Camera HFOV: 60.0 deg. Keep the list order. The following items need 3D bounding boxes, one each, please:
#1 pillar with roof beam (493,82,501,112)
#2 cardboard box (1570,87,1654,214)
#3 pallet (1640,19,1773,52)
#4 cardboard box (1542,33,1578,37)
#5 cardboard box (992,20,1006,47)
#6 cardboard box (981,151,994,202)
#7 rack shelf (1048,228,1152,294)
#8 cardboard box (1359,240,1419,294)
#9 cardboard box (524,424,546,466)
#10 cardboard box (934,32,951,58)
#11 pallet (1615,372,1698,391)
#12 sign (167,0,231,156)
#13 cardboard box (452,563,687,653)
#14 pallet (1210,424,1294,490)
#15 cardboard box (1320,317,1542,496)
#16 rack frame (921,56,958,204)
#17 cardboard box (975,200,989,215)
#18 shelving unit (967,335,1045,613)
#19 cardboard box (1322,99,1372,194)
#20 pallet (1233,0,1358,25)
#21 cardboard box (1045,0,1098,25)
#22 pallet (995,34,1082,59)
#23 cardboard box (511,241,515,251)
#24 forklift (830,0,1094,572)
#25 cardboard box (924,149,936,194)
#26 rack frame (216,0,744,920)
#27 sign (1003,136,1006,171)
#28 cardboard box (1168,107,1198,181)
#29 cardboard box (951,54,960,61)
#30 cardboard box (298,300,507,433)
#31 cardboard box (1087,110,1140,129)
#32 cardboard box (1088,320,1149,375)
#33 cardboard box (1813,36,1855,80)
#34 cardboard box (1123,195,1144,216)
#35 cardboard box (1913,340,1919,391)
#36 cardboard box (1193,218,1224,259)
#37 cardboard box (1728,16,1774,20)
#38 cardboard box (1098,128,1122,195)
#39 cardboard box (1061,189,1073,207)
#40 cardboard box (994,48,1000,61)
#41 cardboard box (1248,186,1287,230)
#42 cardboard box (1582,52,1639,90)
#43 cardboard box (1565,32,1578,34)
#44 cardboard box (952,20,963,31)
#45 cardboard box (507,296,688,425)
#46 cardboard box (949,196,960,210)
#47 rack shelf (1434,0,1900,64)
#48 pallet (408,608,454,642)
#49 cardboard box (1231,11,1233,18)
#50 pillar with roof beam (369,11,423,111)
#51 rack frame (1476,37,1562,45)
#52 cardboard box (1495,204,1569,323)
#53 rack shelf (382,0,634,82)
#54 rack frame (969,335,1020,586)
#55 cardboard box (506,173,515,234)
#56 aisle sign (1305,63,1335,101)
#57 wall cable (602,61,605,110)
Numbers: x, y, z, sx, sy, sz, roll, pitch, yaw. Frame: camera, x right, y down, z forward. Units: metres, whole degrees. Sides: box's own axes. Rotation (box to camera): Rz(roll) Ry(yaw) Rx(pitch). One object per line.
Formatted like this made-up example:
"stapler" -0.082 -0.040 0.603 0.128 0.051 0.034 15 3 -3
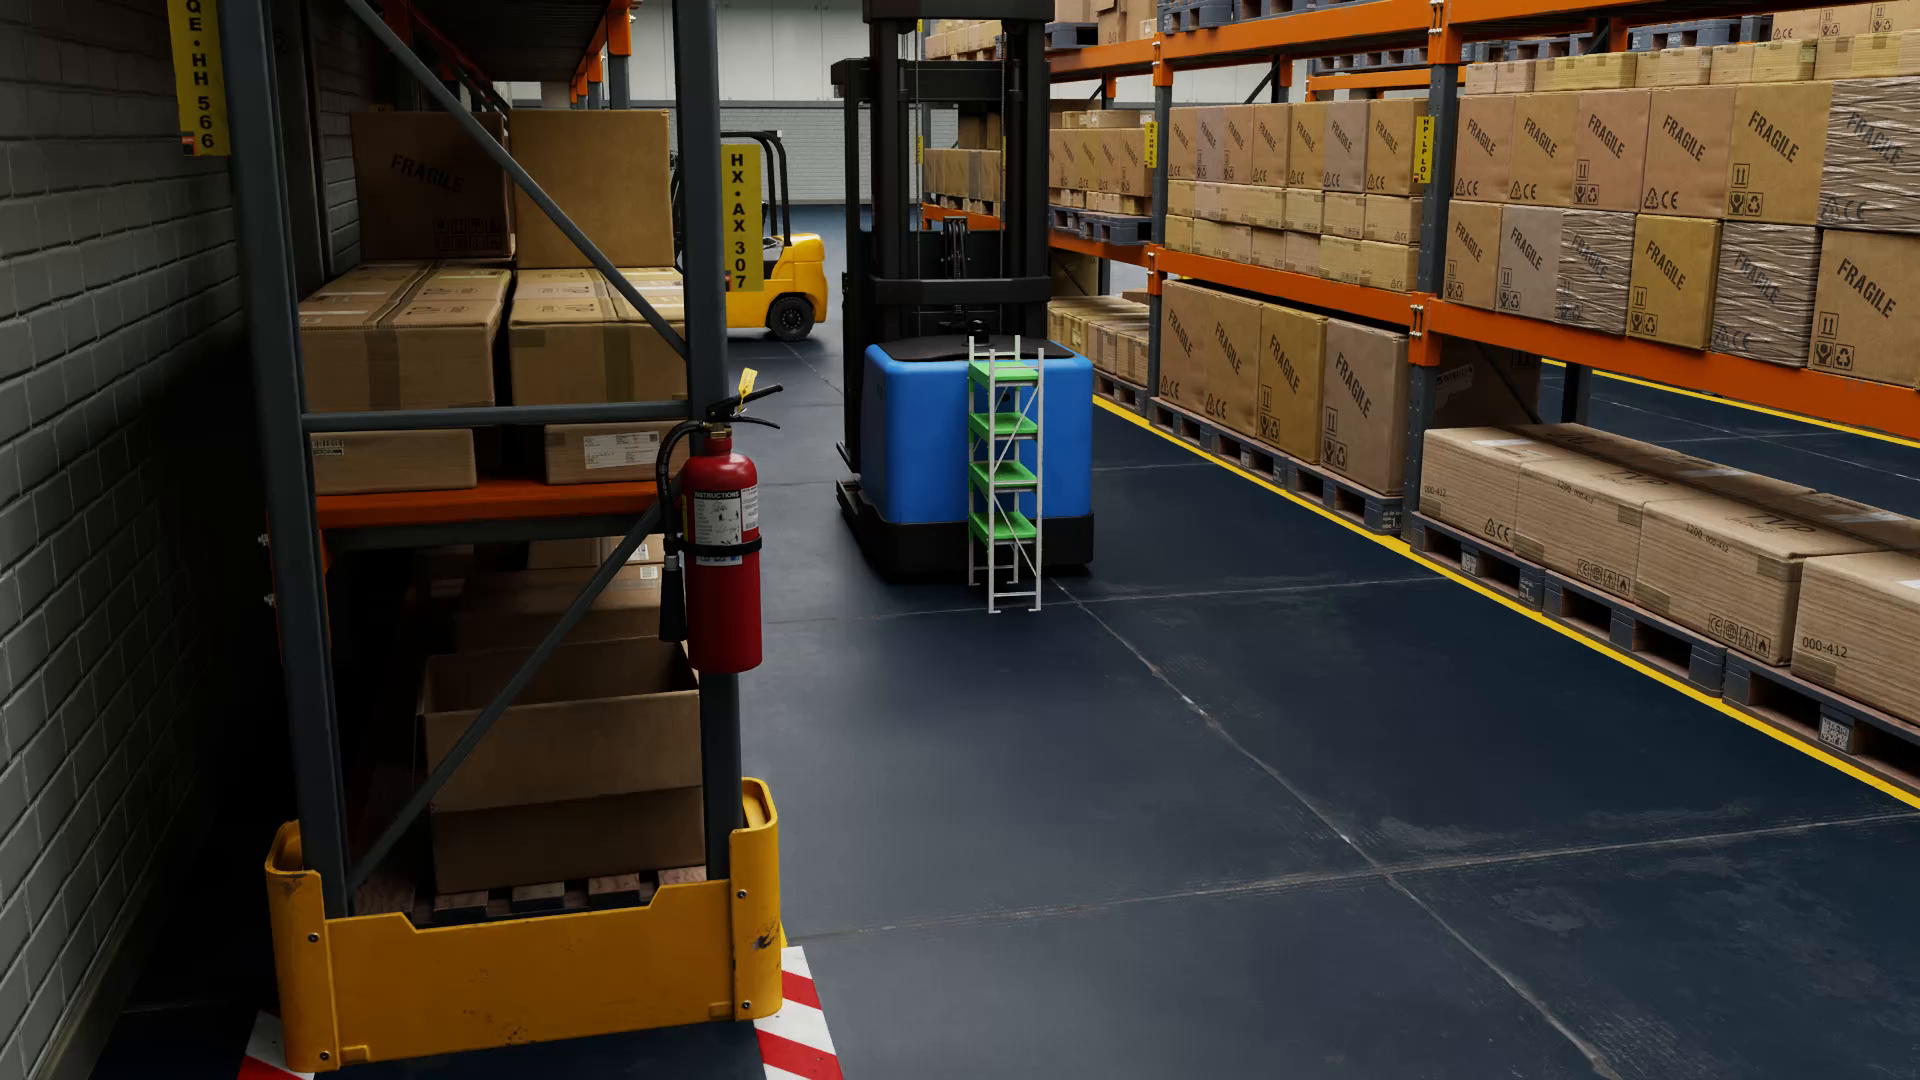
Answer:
"pillar with roof beam" -5.535 -11.058 35.226 9.100 9.000 0.400 -3 14 -13
"cardboard box" 2.961 -1.646 7.027 0.500 0.500 0.500 -3 14 -12
"pallet" 6.508 -4.204 13.892 1.213 0.211 1.003 -3 14 -11
"cardboard box" 6.093 -5.099 16.376 0.500 0.250 0.500 -3 14 -13
"cardboard box" 0.618 -4.933 16.165 0.500 0.250 0.500 -3 14 -14
"cardboard box" 0.510 -3.717 16.982 0.500 0.500 0.500 -3 14 -11
"rack shelf" 1.453 -2.506 14.379 1.077 0.370 4.000 -3 14 -13
"cardboard box" 2.512 -1.488 9.011 0.500 0.250 0.500 -4 14 -15
"cardboard box" -0.937 -0.296 4.347 0.380 0.149 0.250 -3 14 -12
"cardboard box" 0.012 -5.520 18.572 0.500 0.250 0.500 -3 14 -14
"pallet" 6.599 -1.524 14.722 1.003 0.211 1.213 -3 14 -13
"sign" -1.566 -0.960 3.432 0.100 0.325 0.005 -3 14 -13
"cardboard box" -1.237 0.394 5.377 0.700 0.500 0.500 -3 14 -11
"pallet" 2.318 -0.572 10.824 1.003 0.211 1.213 -3 14 -13
"cardboard box" 2.639 -0.781 9.397 0.875 0.875 0.875 -3 14 -11
"rack frame" 0.044 -4.239 19.959 1.000 3.000 0.127 -3 14 -13
"cardboard box" 0.370 -3.486 17.404 0.380 0.149 0.250 -3 14 -14
"shelving unit" 0.205 -0.313 7.678 0.258 1.200 0.503 -2 14 -10
"cardboard box" 2.385 -2.213 9.349 0.500 0.500 0.500 -3 14 -12
"pallet" 2.391 -3.356 10.420 1.003 0.211 1.213 -3 14 -11
"cardboard box" 0.991 -4.516 14.201 0.500 0.250 0.500 -3 14 -14
"pallet" 1.025 -4.534 15.241 1.213 0.211 1.003 -3 14 -13
"cardboard box" -1.983 -1.020 6.473 0.500 0.250 0.500 -3 14 -14
"forklift" -0.111 -1.569 9.175 1.130 2.935 3.031 -2 14 -10
"cardboard box" -0.114 -4.308 19.401 0.500 0.500 0.500 -4 14 -14
"rack frame" -1.022 -0.271 3.715 1.000 3.000 0.127 -3 14 -13
"sign" 0.458 -3.705 15.948 0.100 0.325 0.005 -3 14 -13
"cardboard box" 1.801 -2.801 11.753 0.500 0.500 0.500 -4 14 -15
"cardboard box" 0.114 -5.182 18.026 0.380 0.149 0.250 -3 14 -13
"cardboard box" -1.388 -0.434 4.071 0.500 0.250 0.500 -3 14 -12
"cardboard box" 1.265 -3.468 13.711 0.380 0.149 0.250 -4 14 -16
"cardboard box" 1.619 -1.622 13.897 0.950 0.372 0.625 -4 14 -14
"cardboard box" 3.286 -1.706 5.905 0.380 0.149 0.250 -3 14 -14
"cardboard box" 1.484 -2.596 12.877 0.380 0.149 0.250 -3 14 -12
"cardboard box" 3.431 -0.693 5.234 0.500 0.500 0.500 -3 14 -13
"cardboard box" 1.931 -2.076 11.422 0.500 0.250 0.500 -4 14 -15
"cardboard box" 6.755 -4.539 13.956 0.500 0.311 0.500 -3 14 -13
"cardboard box" 1.414 -2.999 13.159 0.500 0.500 0.500 -4 14 -14
"cardboard box" 1.085 -2.951 14.331 0.380 0.149 0.250 -3 14 -11
"cardboard box" 0.556 -4.828 16.578 0.380 0.149 0.250 -3 14 -13
"cardboard box" 2.134 -2.080 10.385 0.500 0.250 0.500 -3 14 -12
"cardboard box" 2.894 -1.995 7.087 0.380 0.149 0.250 -4 14 -15
"cardboard box" 5.774 -4.950 15.983 0.250 0.149 0.380 -3 14 -13
"cardboard box" 0.123 -5.571 17.940 0.380 0.149 0.250 -3 14 -12
"cardboard box" -0.867 -0.462 4.187 0.500 0.250 0.500 -3 14 -13
"cardboard box" 0.088 -3.785 18.630 0.380 0.149 0.250 -3 14 -12
"rack shelf" 3.332 -2.117 6.468 1.077 0.370 4.000 -3 14 -13
"pallet" -1.801 0.320 7.174 1.003 0.211 1.213 -3 14 -13
"cardboard box" 1.954 -3.927 12.642 0.396 0.266 0.258 -3 14 -13
"pillar with roof beam" 0.101 -5.521 12.564 9.100 9.000 0.400 -3 14 -13
"rack frame" 5.771 -6.530 16.694 1.000 3.000 0.127 -3 14 -13
"cardboard box" 2.832 -1.280 7.637 0.500 0.500 0.500 -3 14 -13
"rack shelf" -2.431 -2.762 9.110 1.077 0.370 4.000 -3 14 -13
"rack frame" 0.161 -0.369 7.911 0.240 1.200 0.015 -2 14 -10
"cardboard box" -1.858 -1.570 7.938 0.700 0.500 0.500 -3 14 -12
"aisle sign" 4.524 -5.801 20.873 0.394 0.787 0.004 -3 14 -13
"wall cable" -11.945 -12.831 49.027 3.097 2.526 0.112 -3 14 -13
